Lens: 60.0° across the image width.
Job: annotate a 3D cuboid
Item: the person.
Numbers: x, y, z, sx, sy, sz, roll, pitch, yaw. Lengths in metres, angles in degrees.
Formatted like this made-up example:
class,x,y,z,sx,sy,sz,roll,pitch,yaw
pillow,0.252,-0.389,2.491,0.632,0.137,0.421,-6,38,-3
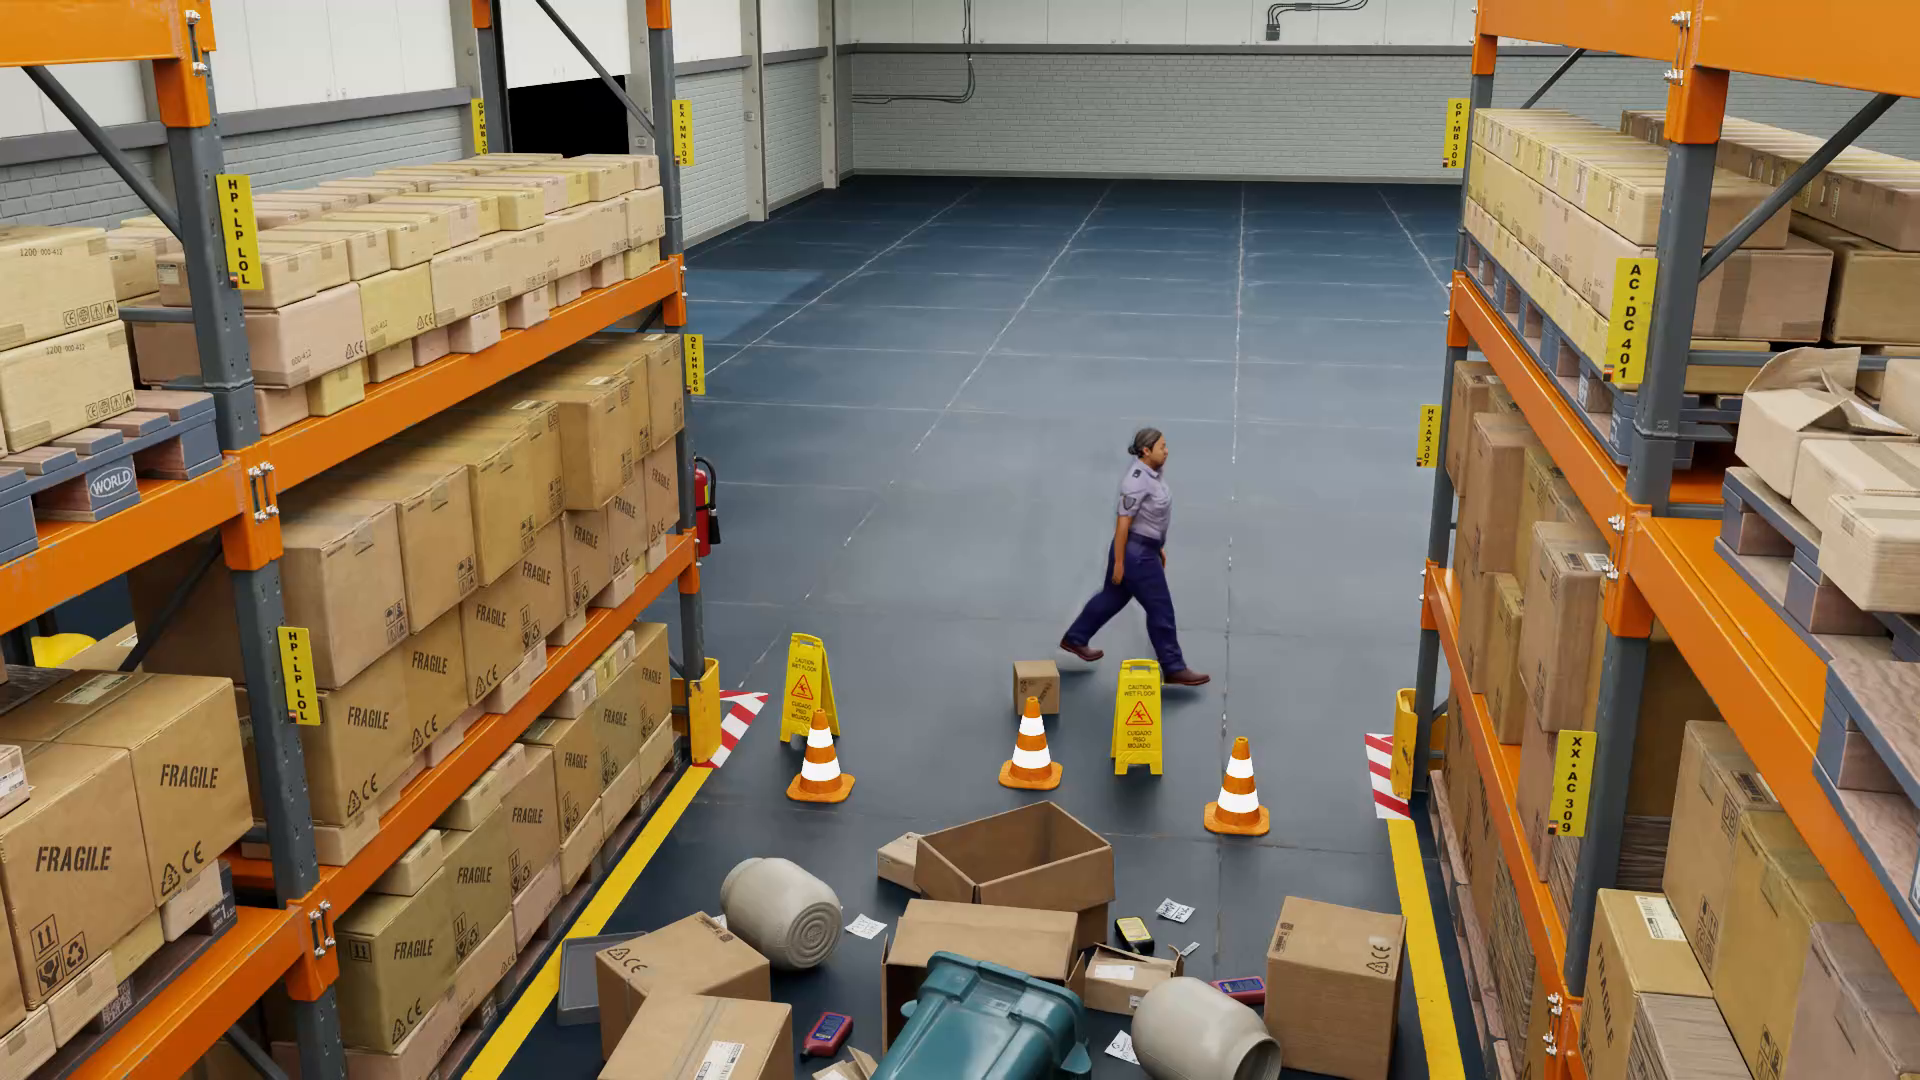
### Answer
class,x,y,z,sx,sy,sz,roll,pitch,yaw
person,1.104,0.075,10.345,0.990,1.599,0.481,4,18,12
